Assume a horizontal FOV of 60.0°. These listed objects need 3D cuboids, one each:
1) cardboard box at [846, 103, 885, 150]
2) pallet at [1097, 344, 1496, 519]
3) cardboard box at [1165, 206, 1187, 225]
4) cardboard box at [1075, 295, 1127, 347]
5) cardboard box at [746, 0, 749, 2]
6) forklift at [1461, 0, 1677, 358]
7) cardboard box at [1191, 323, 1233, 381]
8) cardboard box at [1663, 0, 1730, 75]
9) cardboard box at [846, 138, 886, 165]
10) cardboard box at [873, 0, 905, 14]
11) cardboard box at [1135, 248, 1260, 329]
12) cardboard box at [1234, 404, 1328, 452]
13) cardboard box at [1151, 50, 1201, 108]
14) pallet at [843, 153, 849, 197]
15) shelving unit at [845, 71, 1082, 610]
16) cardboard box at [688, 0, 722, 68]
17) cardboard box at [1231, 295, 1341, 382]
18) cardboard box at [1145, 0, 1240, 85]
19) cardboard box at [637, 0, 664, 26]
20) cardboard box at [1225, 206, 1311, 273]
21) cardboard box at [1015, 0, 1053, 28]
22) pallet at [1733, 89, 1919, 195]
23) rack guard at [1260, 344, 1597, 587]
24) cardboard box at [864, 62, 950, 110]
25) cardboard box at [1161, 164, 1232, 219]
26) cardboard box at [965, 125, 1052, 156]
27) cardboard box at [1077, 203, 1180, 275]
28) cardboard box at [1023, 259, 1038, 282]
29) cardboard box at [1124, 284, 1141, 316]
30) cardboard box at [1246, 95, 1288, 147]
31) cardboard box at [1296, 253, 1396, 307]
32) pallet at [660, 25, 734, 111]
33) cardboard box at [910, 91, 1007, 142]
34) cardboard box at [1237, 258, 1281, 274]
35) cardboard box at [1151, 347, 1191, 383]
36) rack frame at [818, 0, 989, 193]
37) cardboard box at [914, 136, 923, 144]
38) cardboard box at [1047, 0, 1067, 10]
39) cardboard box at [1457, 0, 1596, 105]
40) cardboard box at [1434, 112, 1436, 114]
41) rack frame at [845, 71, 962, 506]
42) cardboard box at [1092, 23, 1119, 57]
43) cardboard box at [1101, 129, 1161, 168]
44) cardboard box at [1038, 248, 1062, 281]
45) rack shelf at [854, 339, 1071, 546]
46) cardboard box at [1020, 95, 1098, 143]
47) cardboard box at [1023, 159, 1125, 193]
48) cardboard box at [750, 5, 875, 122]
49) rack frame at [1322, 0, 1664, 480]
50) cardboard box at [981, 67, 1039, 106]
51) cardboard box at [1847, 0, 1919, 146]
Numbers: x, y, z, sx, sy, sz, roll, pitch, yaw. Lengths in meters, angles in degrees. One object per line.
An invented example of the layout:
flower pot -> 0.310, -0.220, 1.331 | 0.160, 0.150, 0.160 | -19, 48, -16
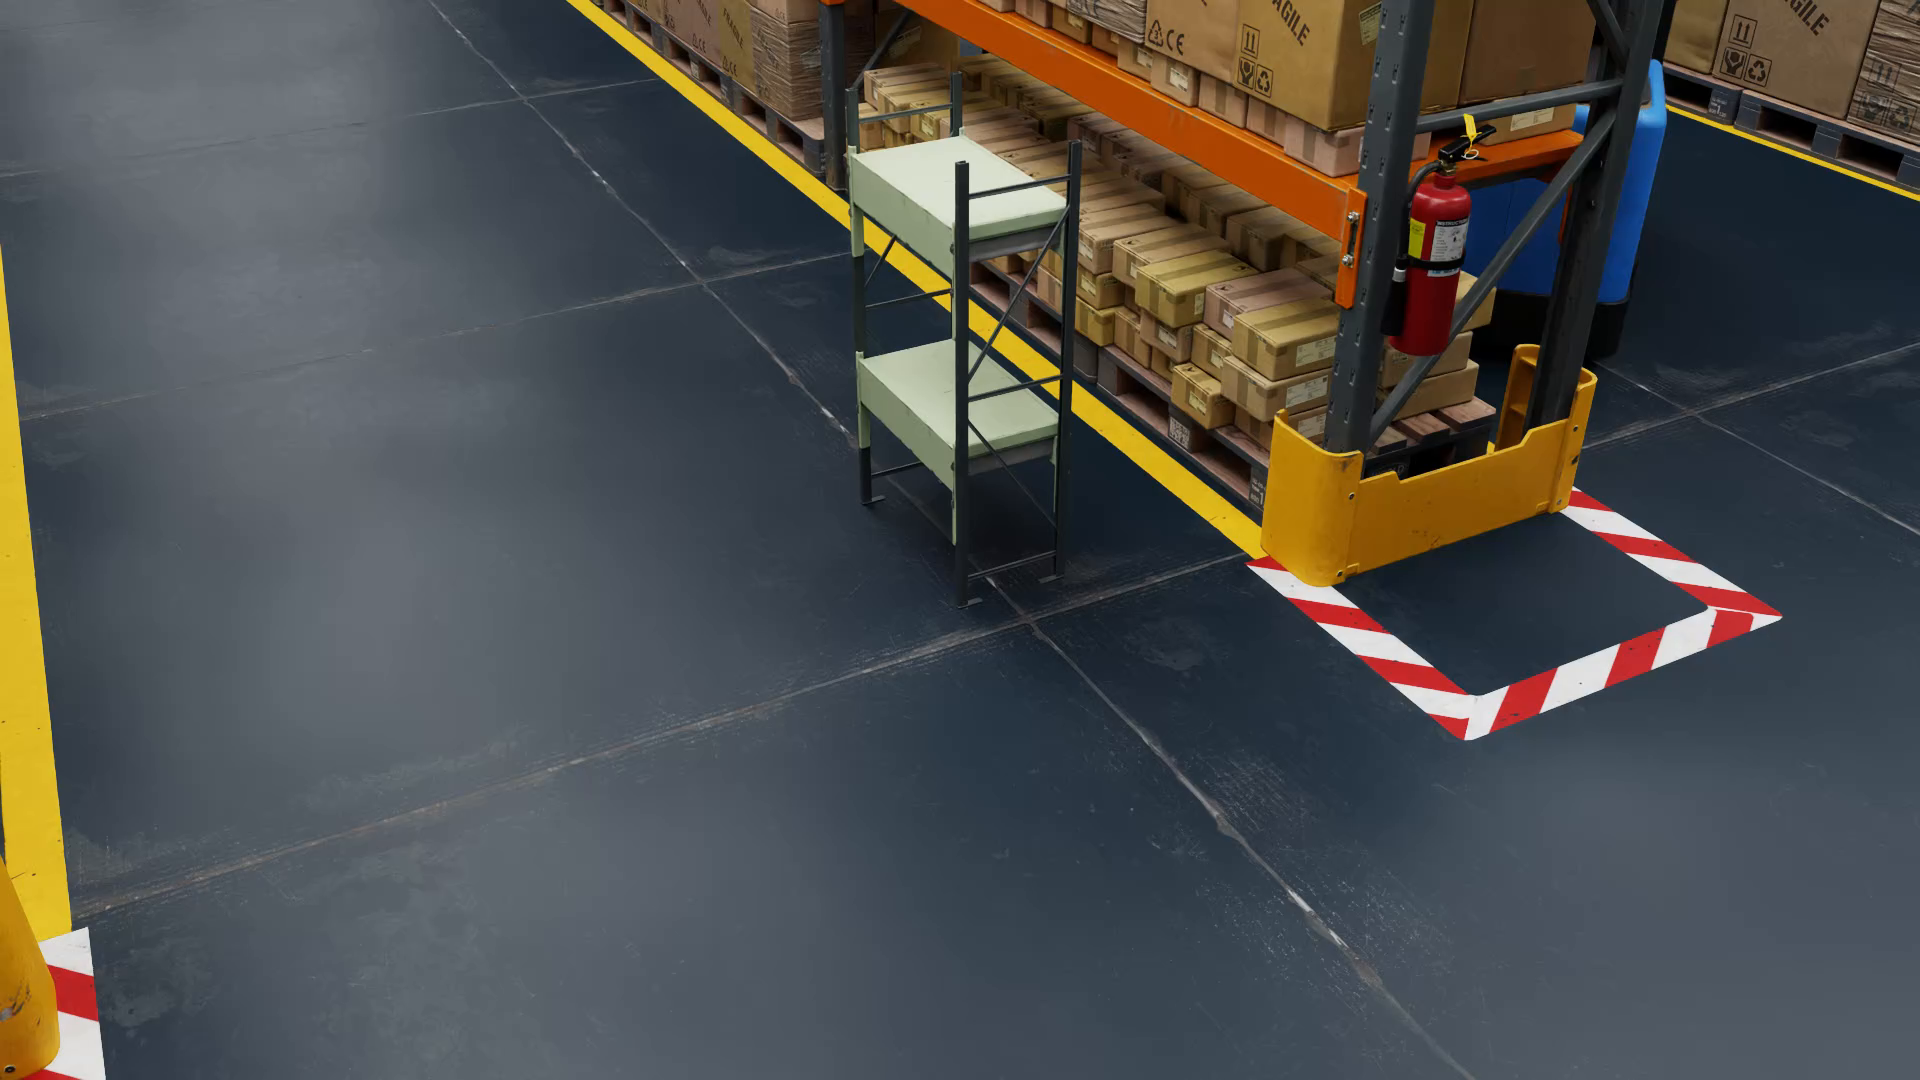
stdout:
cardboard box -> -0.337, -2.043, 8.137 | 0.380, 0.149, 0.250 | -14, 35, -21
pallet -> 1.259, -0.545, 6.405 | 1.003, 0.211, 1.213 | -16, 36, -23
cardboard box -> 0.960, -1.314, 6.997 | 0.380, 0.149, 0.250 | -14, 35, -21
cardboard box -> 0.654, -0.927, 6.670 | 0.380, 0.149, 0.250 | -18, 37, -25
cardboard box -> -1.022, -3.176, 9.159 | 0.500, 0.250, 0.500 | -14, 35, -21
forklift -> 2.639, -2.764, 7.347 | 1.130, 2.935, 3.031 | 10, 34, 15
cardboard box -> 1.069, -0.706, 6.050 | 0.380, 0.149, 0.250 | -17, 36, -24
cardboard box -> 4.449, -3.342, 9.766 | 0.875, 0.875, 0.875 | -16, 36, -23
cardboard box -> -0.338, -1.917, 8.215 | 0.380, 0.149, 0.250 | -18, 37, -25
cardboard box -> -0.334, -3.054, 8.970 | 0.500, 0.250, 0.500 | -18, 37, -25
cardboard box -> 0.871, -0.928, 6.120 | 0.380, 0.149, 0.250 | -17, 36, -24
cardboard box -> 1.212, -0.462, 5.943 | 0.380, 0.149, 0.250 | -15, 36, -22
cardboard box -> 0.887, -1.625, 5.739 | 0.380, 0.149, 0.250 | -15, 36, -22
pallet -> 0.121, -1.710, 8.223 | 1.003, 0.211, 1.213 | -16, 36, -23
shelving unit -> -0.003, -0.635, 5.350 | 0.431, 1.500, 0.755 | -16, 36, -23
cardboard box -> -1.265, -3.100, 9.736 | 0.500, 0.500, 0.500 | -17, 36, -24
cardboard box -> 1.171, -0.702, 5.767 | 0.380, 0.149, 0.250 | -15, 36, -23
cardboard box -> 0.969, -1.851, 5.489 | 0.500, 0.500, 0.500 | -16, 36, -24
cardboard box -> -1.747, -3.588, 10.497 | 0.500, 0.500, 0.500 | -15, 36, -23
cardboard box -> 1.270, -1.200, 6.545 | 0.380, 0.149, 0.250 | -18, 37, -25
cardboard box -> 0.442, -2.140, 6.542 | 0.380, 0.149, 0.250 | -14, 35, -21
pallet -> 5.070, -2.255, 9.074 | 1.003, 0.211, 1.213 | -16, 36, -23
rack guard -> 1.606, -0.270, 5.708 | 1.175, 0.500, 0.348 | -16, 36, -23
cardboard box -> -0.246, -2.206, 8.114 | 0.380, 0.149, 0.250 | -14, 35, -21
cardboard box -> 1.067, -1.472, 6.969 | 0.380, 0.149, 0.250 | -15, 36, -22
cardboard box -> 0.180, -1.690, 7.310 | 0.380, 0.149, 0.250 | -15, 36, -22
cardboard box -> 0.632, -1.182, 6.516 | 0.380, 0.149, 0.250 | -15, 35, -21
cardboard box -> 0.493, -1.202, 7.099 | 0.380, 0.149, 0.250 | -15, 36, -22
cardboard box -> 0.865, -0.970, 6.461 | 0.380, 0.149, 0.250 | -16, 36, -24
cardboard box -> 1.157, -1.393, 5.377 | 0.380, 0.149, 0.250 | -16, 36, -23
cardboard box -> 1.463, -0.950, 6.154 | 0.380, 0.149, 0.250 | -15, 36, -22
pallet -> -1.160, -2.975, 10.198 | 1.003, 0.211, 1.213 | -16, 36, -23
cardboard box -> -0.008, -1.951, 7.717 | 0.380, 0.149, 0.250 | -16, 36, -24
cardboard box -> 1.331, -1.092, 6.651 | 0.380, 0.149, 0.250 | -15, 35, -22
cardboard box -> 0.955, -0.707, 6.326 | 0.380, 0.149, 0.250 | -16, 36, -23
rack frame -> -0.223, -3.195, 7.957 | 1.000, 3.000, 0.127 | -16, 36, -23
cardboard box -> 0.006, -1.838, 7.816 | 0.380, 0.149, 0.250 | -16, 36, -23
cardboard box -> 0.501, -2.331, 6.239 | 0.500, 0.500, 0.500 | -14, 35, -21
cardboard box -> 1.677, -1.737, 5.313 | 0.500, 0.500, 0.500 | -14, 35, -21
cardboard box -> 1.625, -1.529, 5.588 | 0.380, 0.149, 0.250 | -15, 35, -21
rack frame -> -0.174, -0.809, 5.623 | 0.400, 1.500, 0.023 | -16, 36, -23
cardboard box -> 0.717, -1.902, 6.171 | 0.380, 0.149, 0.250 | -17, 37, -25
cardboard box -> 0.846, -1.714, 7.347 | 0.380, 0.149, 0.250 | -17, 36, -25
cardboard box -> 0.543, -1.187, 6.799 | 0.380, 0.149, 0.250 | -14, 35, -21
rack shelf -> -0.003, -0.360, 5.526 | 0.431, 0.370, 0.720 | -16, 36, -23
cardboard box -> 0.502, -1.945, 7.708 | 0.380, 0.149, 0.250 | -15, 35, -22
cardboard box -> 0.460, -1.453, 6.940 | 0.380, 0.149, 0.250 | -16, 36, -23
cardboard box -> -0.791, -2.609, 8.970 | 0.500, 0.500, 0.500 | -17, 36, -24
rack frame -> 1.642, -1.286, 4.977 | 1.000, 3.000, 0.127 | -16, 36, -23
cardboard box -> 0.327, -2.206, 8.115 | 0.380, 0.149, 0.250 | -15, 36, -23
cardboard box -> 5.283, -2.487, 8.432 | 0.875, 0.875, 0.875 | -16, 36, -23
